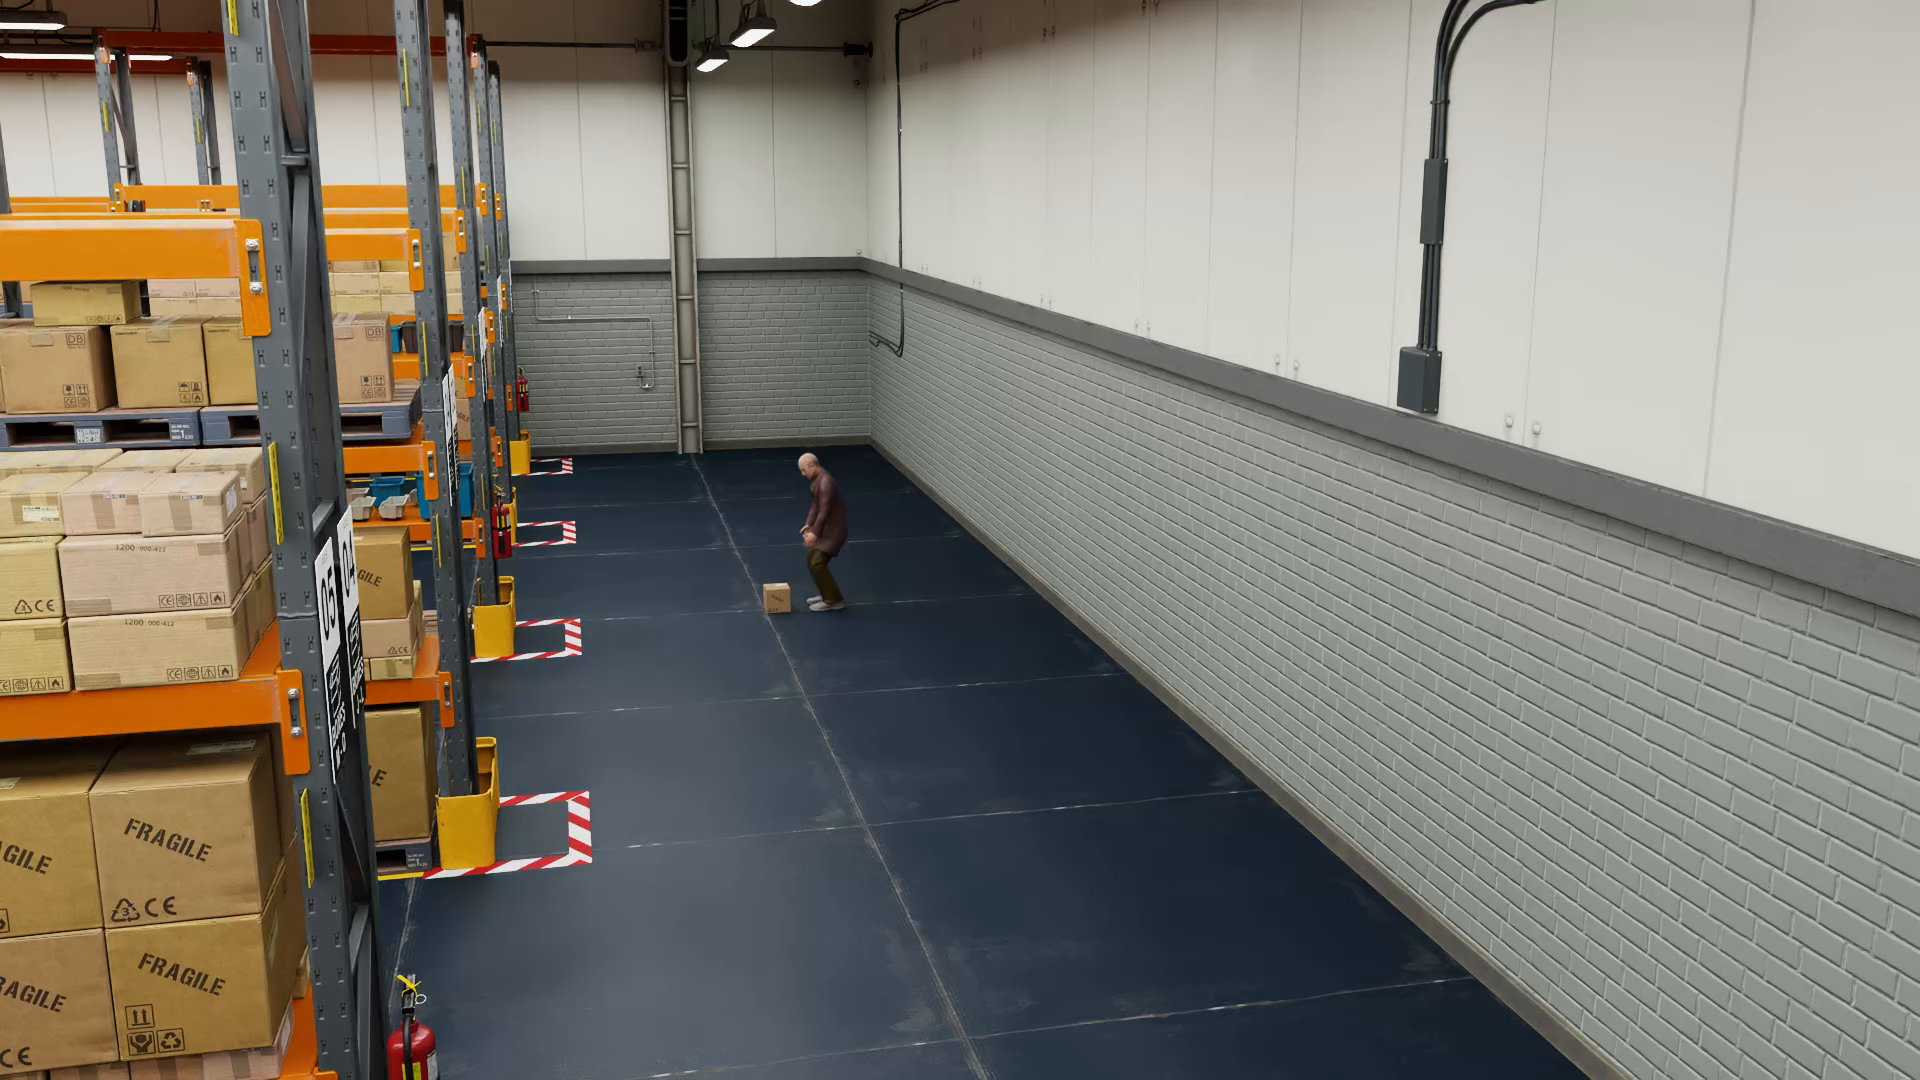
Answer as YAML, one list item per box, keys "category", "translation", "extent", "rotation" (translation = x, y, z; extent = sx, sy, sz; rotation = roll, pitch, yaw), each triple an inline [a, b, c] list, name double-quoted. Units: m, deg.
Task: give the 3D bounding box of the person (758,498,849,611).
- category: "person"
  translation: [-1.618, 0.148, 17.273]
  extent: [0.945, 1.157, 0.564]
  rotation: [-3, 13, -15]
